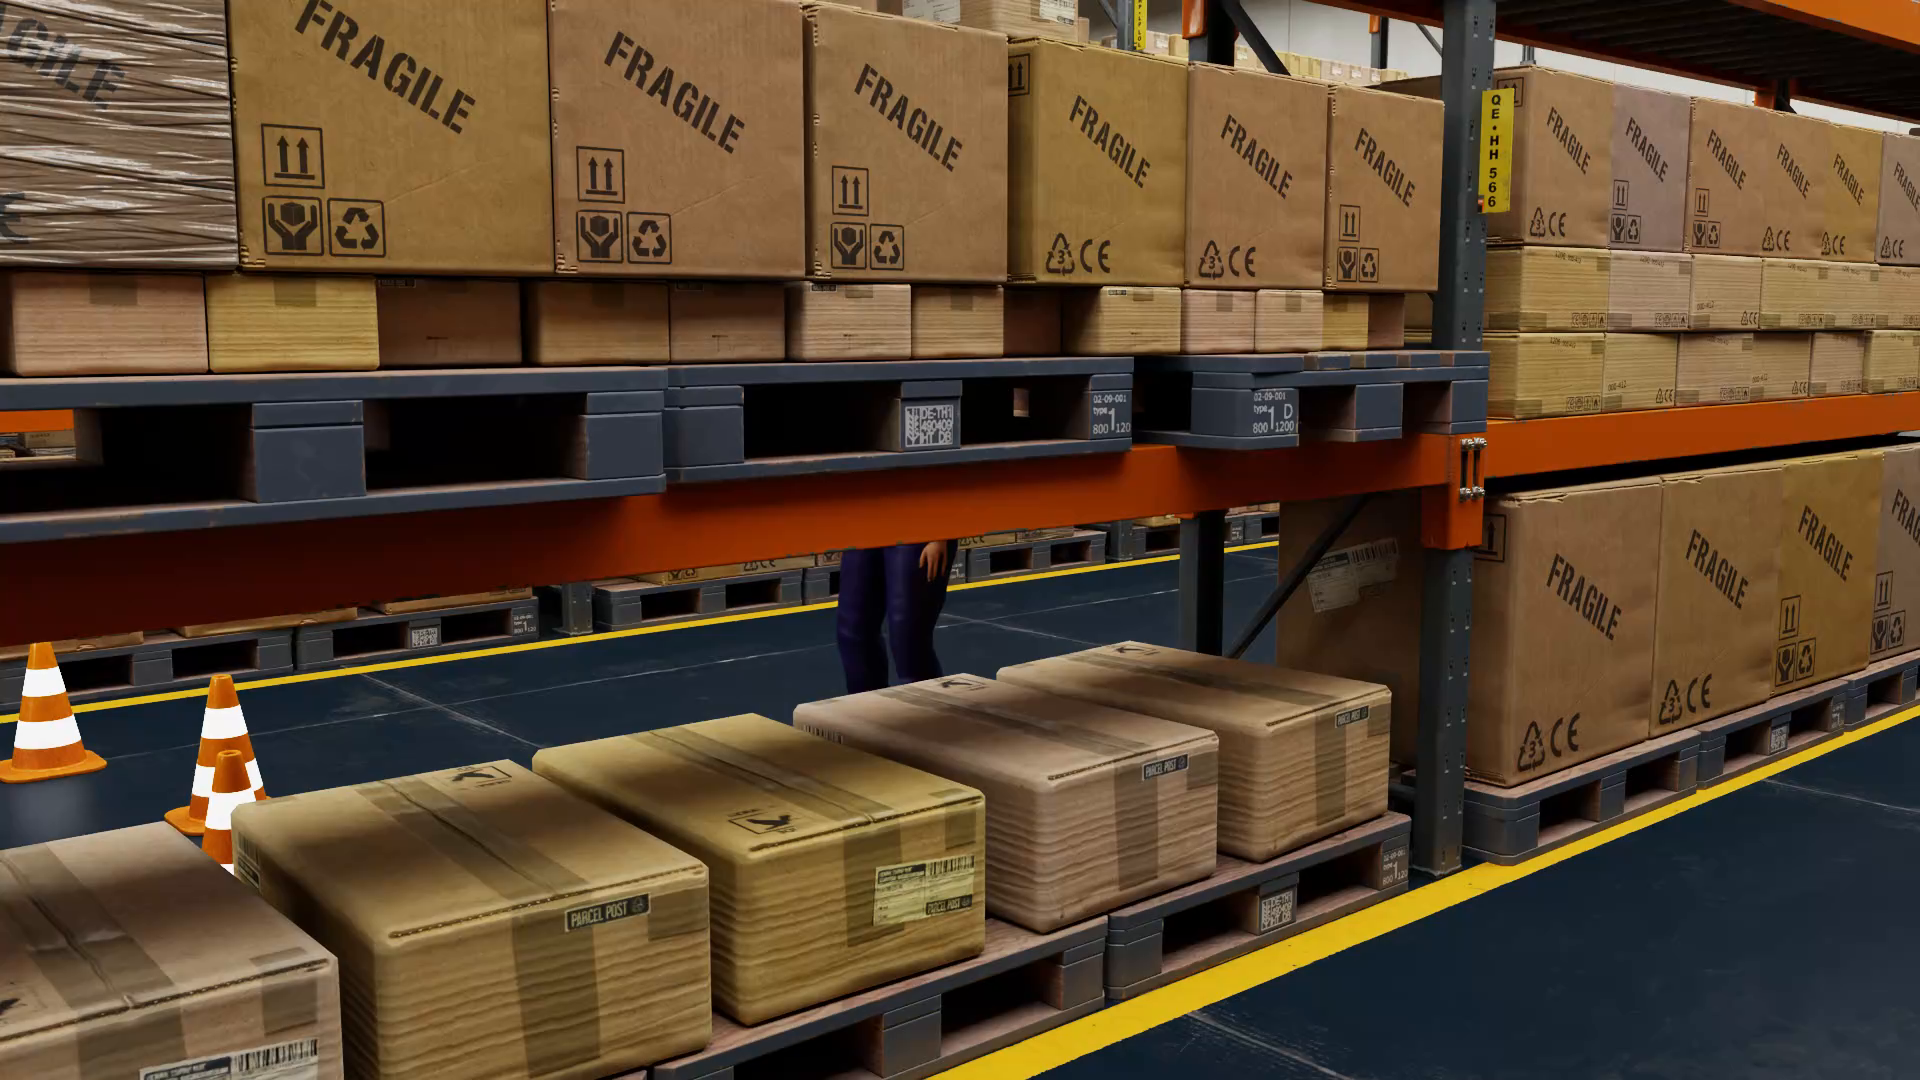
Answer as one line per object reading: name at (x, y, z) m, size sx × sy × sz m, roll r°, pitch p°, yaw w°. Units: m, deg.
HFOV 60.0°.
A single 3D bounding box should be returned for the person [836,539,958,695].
person at (-0.239, -0.010, 5.900) m, size 0.557 × 1.650 × 0.372 m, roll 7°, pitch 10°, yaw 43°
